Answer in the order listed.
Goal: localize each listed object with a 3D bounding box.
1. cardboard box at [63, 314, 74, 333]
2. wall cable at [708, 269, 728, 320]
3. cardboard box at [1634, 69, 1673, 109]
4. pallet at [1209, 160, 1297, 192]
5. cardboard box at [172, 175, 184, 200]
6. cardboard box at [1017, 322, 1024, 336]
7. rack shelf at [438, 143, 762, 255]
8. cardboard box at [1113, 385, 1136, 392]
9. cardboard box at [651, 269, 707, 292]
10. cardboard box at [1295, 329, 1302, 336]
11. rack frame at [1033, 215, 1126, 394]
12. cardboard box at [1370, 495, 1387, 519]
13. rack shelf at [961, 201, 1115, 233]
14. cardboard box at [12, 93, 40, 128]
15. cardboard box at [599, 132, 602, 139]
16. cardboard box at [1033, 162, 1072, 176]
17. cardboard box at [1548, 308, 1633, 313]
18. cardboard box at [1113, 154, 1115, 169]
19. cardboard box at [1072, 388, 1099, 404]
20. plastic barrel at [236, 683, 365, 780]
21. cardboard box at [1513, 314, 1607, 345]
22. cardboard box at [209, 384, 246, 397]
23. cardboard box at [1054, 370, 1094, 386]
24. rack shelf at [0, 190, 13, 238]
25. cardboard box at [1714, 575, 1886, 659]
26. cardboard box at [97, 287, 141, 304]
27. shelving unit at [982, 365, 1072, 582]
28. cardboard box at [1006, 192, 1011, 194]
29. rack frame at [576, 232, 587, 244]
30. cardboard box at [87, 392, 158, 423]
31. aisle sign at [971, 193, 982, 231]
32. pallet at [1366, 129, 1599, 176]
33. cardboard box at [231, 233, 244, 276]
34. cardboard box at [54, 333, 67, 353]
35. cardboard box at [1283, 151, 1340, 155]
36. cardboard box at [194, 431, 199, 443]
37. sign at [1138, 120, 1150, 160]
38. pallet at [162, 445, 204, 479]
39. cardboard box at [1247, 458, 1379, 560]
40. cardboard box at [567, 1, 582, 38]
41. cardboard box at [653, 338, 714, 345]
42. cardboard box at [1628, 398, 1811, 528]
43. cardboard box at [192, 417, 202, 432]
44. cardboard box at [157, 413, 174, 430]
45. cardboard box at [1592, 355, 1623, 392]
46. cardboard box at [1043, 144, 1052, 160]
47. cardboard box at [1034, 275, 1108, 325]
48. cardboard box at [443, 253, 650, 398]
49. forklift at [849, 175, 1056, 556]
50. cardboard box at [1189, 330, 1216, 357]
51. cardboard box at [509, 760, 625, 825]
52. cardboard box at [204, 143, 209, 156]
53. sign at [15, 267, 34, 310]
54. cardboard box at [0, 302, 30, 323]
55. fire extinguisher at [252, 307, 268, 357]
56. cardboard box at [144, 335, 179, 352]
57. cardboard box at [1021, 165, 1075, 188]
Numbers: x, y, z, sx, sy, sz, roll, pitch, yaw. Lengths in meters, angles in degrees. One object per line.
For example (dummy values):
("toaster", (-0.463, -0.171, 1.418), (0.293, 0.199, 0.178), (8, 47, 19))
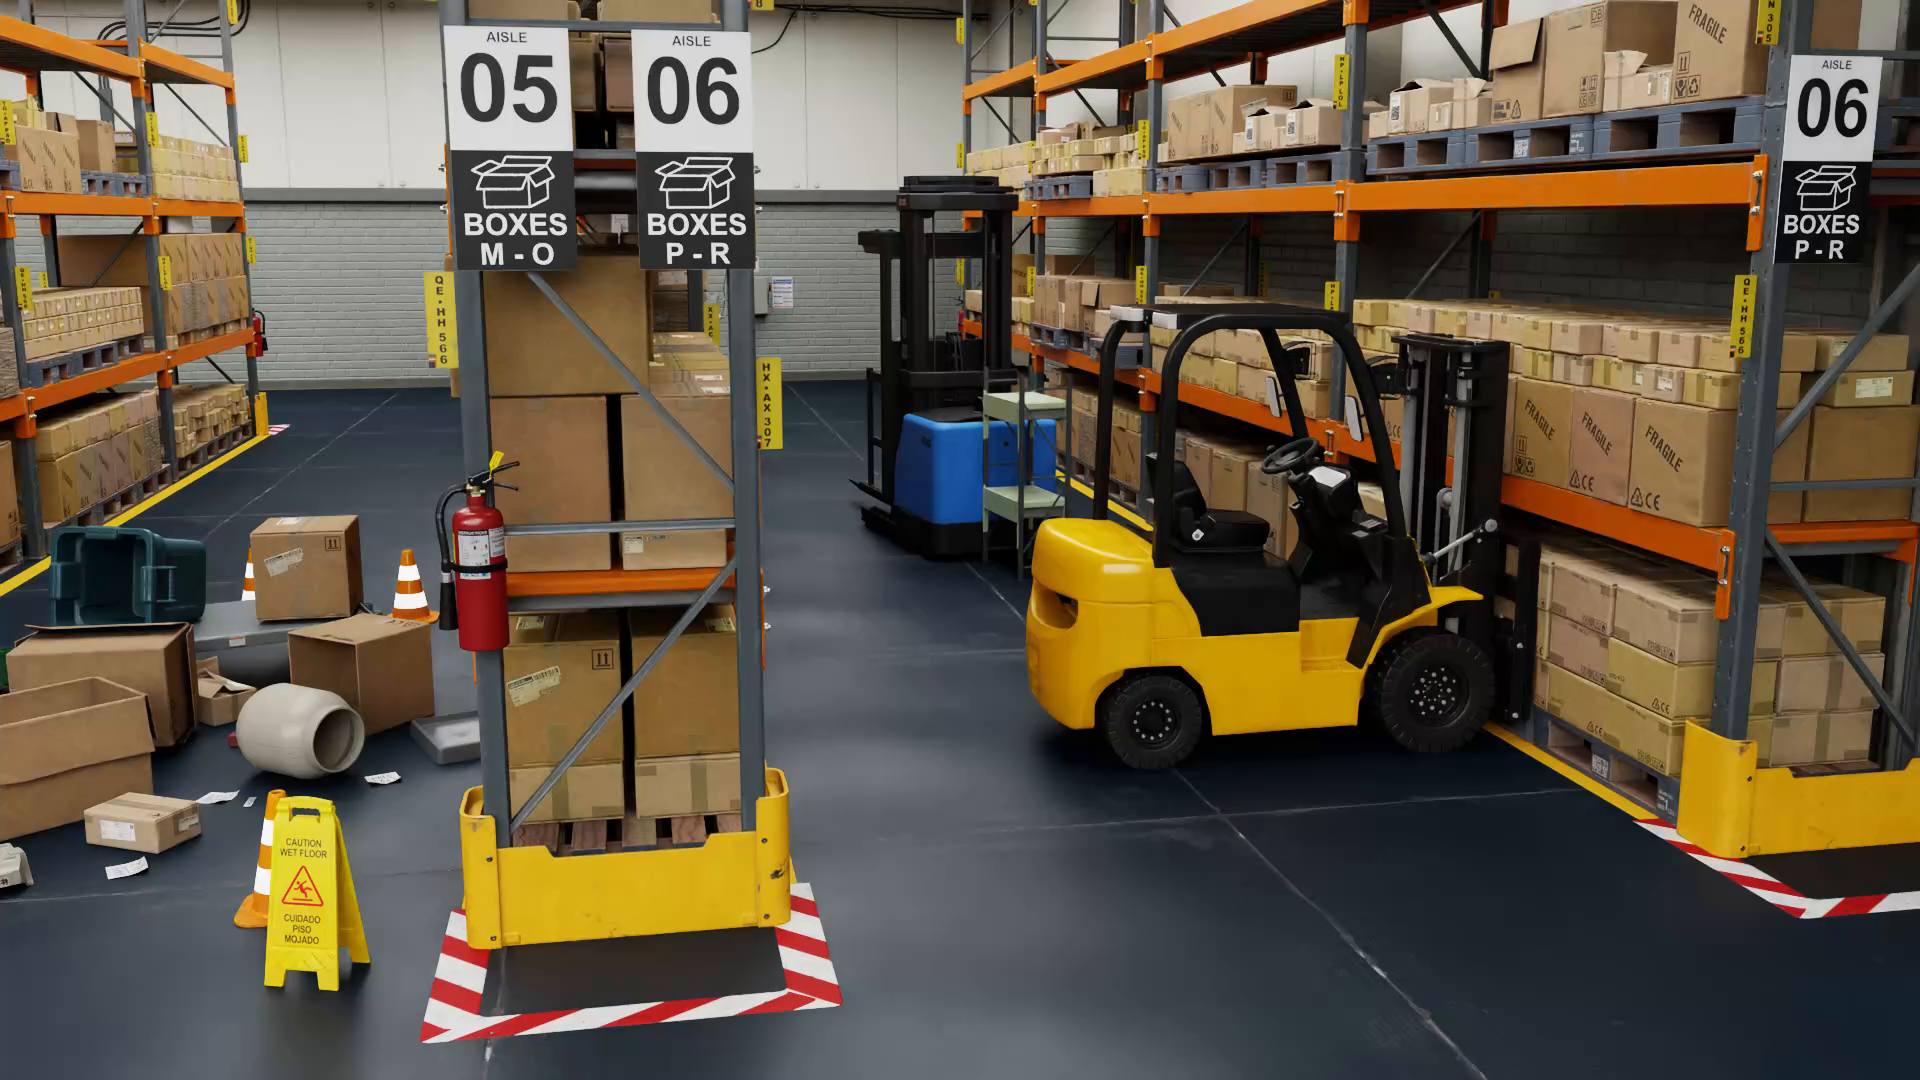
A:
("cardboard box", (-7.711, -1.824, 14.011), (0.380, 0.149, 0.250), (-2, 11, -11))
("wall cable", (-4.058, -4.561, 26.918), (0.588, 1.984, 0.122), (-2, 11, -11))
("cardboard box", (3.193, -1.968, 7.271), (0.380, 0.149, 0.250), (-2, 11, -13))
("pallet", (2.537, -2.743, 12.568), (1.003, 0.211, 1.213), (-2, 11, -8))
("cardboard box", (-8.323, -3.628, 17.115), (0.500, 0.250, 0.500), (-2, 11, -12))
("cardboard box", (0.863, -2.442, 19.174), (0.380, 0.149, 0.250), (-2, 11, -10))
("rack shelf", (-1.605, -1.527, 7.598), (1.077, 0.370, 4.000), (-2, 11, -11))
("cardboard box", (1.785, -1.570, 17.748), (0.380, 0.149, 0.250), (-2, 11, -10))
("cardboard box", (-1.738, -1.593, 10.122), (0.380, 0.149, 0.250), (-2, 11, -11))
("cardboard box", (2.526, -1.471, 11.398), (0.380, 0.149, 0.250), (-2, 11, -11))
("rack frame", (1.319, -2.422, 18.399), (1.000, 3.000, 0.127), (-2, 11, -11))
("cardboard box", (2.750, -0.107, 9.794), (0.500, 0.250, 0.500), (-2, 11, -11))
("rack shelf", (0.930, -3.909, 20.113), (1.077, 0.370, 4.000), (-2, 11, -11))
("cardboard box", (-7.516, -3.386, 13.128), (0.396, 0.266, 0.258), (-2, 11, -11))
("cardboard box", (-1.882, -1.950, 7.501), (0.500, 0.250, 0.500), (-2, 11, -10))
("cardboard box", (0.987, -3.958, 17.730), (0.380, 0.149, 0.250), (-2, 11, -10))
("cardboard box", (3.450, -1.185, 9.102), (0.380, 0.149, 0.250), (-2, 11, -12))
("cardboard box", (1.643, -3.529, 15.529), (0.380, 0.149, 0.250), (-2, 11, -11))
("cardboard box", (1.385, -1.499, 17.378), (0.380, 0.149, 0.250), (-2, 11, -12))
("plastic barrel", (-3.102, 0.902, 7.826), (0.512, 0.421, 0.421), (6, 12, 28))
("cardboard box", (3.072, -1.074, 8.520), (0.380, 0.149, 0.250), (-2, 11, -10))
("cardboard box", (-8.812, -1.786, 19.968), (0.380, 0.149, 0.250), (-2, 11, -10))
("cardboard box", (1.225, -1.744, 17.867), (0.380, 0.149, 0.250), (-3, 11, -14))
("rack shelf", (-7.218, -2.062, 10.409), (1.077, 0.370, 4.000), (-2, 11, -11))
("cardboard box", (3.745, 0.337, 7.460), (0.500, 0.250, 0.500), (-2, 11, -12))
("cardboard box", (-8.116, -2.351, 15.983), (0.380, 0.149, 0.250), (-2, 11, -8))
("shelving unit", (0.489, -0.512, 12.365), (0.431, 1.500, 0.755), (-4, 12, -19))
("cardboard box", (0.749, -4.063, 19.672), (0.380, 0.149, 0.250), (-2, 11, -10))
("rack frame", (-2.772, -1.507, 13.593), (1.000, 3.000, 0.127), (-2, 11, -11))
("cardboard box", (-7.993, -1.262, 15.859), (0.500, 0.250, 0.500), (-2, 11, -13))
("aisle sign", (0.239, -4.435, 22.020), (0.394, 0.787, 0.004), (-2, 11, -11))
("pallet", (3.066, -2.229, 9.601), (1.003, 0.211, 1.213), (-2, 11, -11))
("cardboard box", (-8.830, -3.387, 19.734), (0.500, 0.500, 0.500), (-2, 11, -12))
("cardboard box", (-7.656, -1.629, 13.782), (0.380, 0.149, 0.250), (-2, 11, -8))
("cardboard box", (2.586, -2.915, 12.200), (0.380, 0.166, 0.250), (-2, 11, -11))
("cardboard box", (-8.477, -1.112, 18.017), (0.380, 0.149, 0.250), (-3, 11, -13))
("sign", (1.564, -3.397, 14.114), (0.100, 0.325, 0.005), (-2, 11, -11))
("pallet", (-8.551, -0.794, 17.305), (1.003, 0.211, 1.213), (-2, 11, -11))
("cardboard box", (2.619, -0.232, 12.123), (0.875, 0.625, 0.625), (-2, 11, -12))
("cardboard box", (-1.583, -1.882, 6.078), (0.380, 0.149, 0.250), (-2, 11, -10))
("cardboard box", (-1.556, -0.802, 8.826), (0.500, 0.500, 0.500), (-2, 11, -9))
("cardboard box", (3.299, -0.351, 7.251), (0.500, 0.500, 0.500), (-2, 11, -12))
("cardboard box", (-8.442, -1.260, 17.999), (0.380, 0.149, 0.250), (-2, 11, -8))
("cardboard box", (-8.249, -1.211, 16.947), (0.380, 0.149, 0.250), (-2, 11, -9))
("cardboard box", (3.204, -0.784, 7.790), (0.380, 0.149, 0.250), (-2, 11, -11))
("cardboard box", (1.076, -4.009, 17.198), (0.380, 0.149, 0.250), (-2, 11, -12))
("cardboard box", (1.193, -2.581, 17.842), (0.700, 0.500, 0.500), (-2, 11, -10))
("cardboard box", (-1.529, -0.812, 6.204), (0.700, 0.500, 0.500), (-2, 11, -12))
("forklift", (-0.209, -1.550, 13.999), (1.130, 2.935, 3.031), (-4, 11, -19))
("cardboard box", (2.124, -1.582, 13.047), (0.500, 0.250, 0.500), (-2, 11, -12))
("cardboard box", (-1.641, 0.962, 6.852), (0.500, 0.250, 0.500), (-2, 11, -11))
("cardboard box", (-8.660, -4.378, 18.651), (0.380, 0.149, 0.250), (-2, 11, -12))
("sign", (-7.064, -1.898, 12.551), (0.100, 0.325, 0.005), (-2, 11, -11))
("cardboard box", (-7.508, -1.776, 12.965), (0.380, 0.149, 0.250), (-2, 11, -11))
("fire extinguisher", (-8.760, -2.618, 20.631), (0.296, 0.674, 0.183), (-2, 11, -11))
("cardboard box", (-8.120, -1.983, 16.763), (0.380, 0.149, 0.250), (-2, 11, -9))
("cardboard box", (0.979, -4.047, 18.522), (0.500, 0.250, 0.500), (-2, 11, -11))
